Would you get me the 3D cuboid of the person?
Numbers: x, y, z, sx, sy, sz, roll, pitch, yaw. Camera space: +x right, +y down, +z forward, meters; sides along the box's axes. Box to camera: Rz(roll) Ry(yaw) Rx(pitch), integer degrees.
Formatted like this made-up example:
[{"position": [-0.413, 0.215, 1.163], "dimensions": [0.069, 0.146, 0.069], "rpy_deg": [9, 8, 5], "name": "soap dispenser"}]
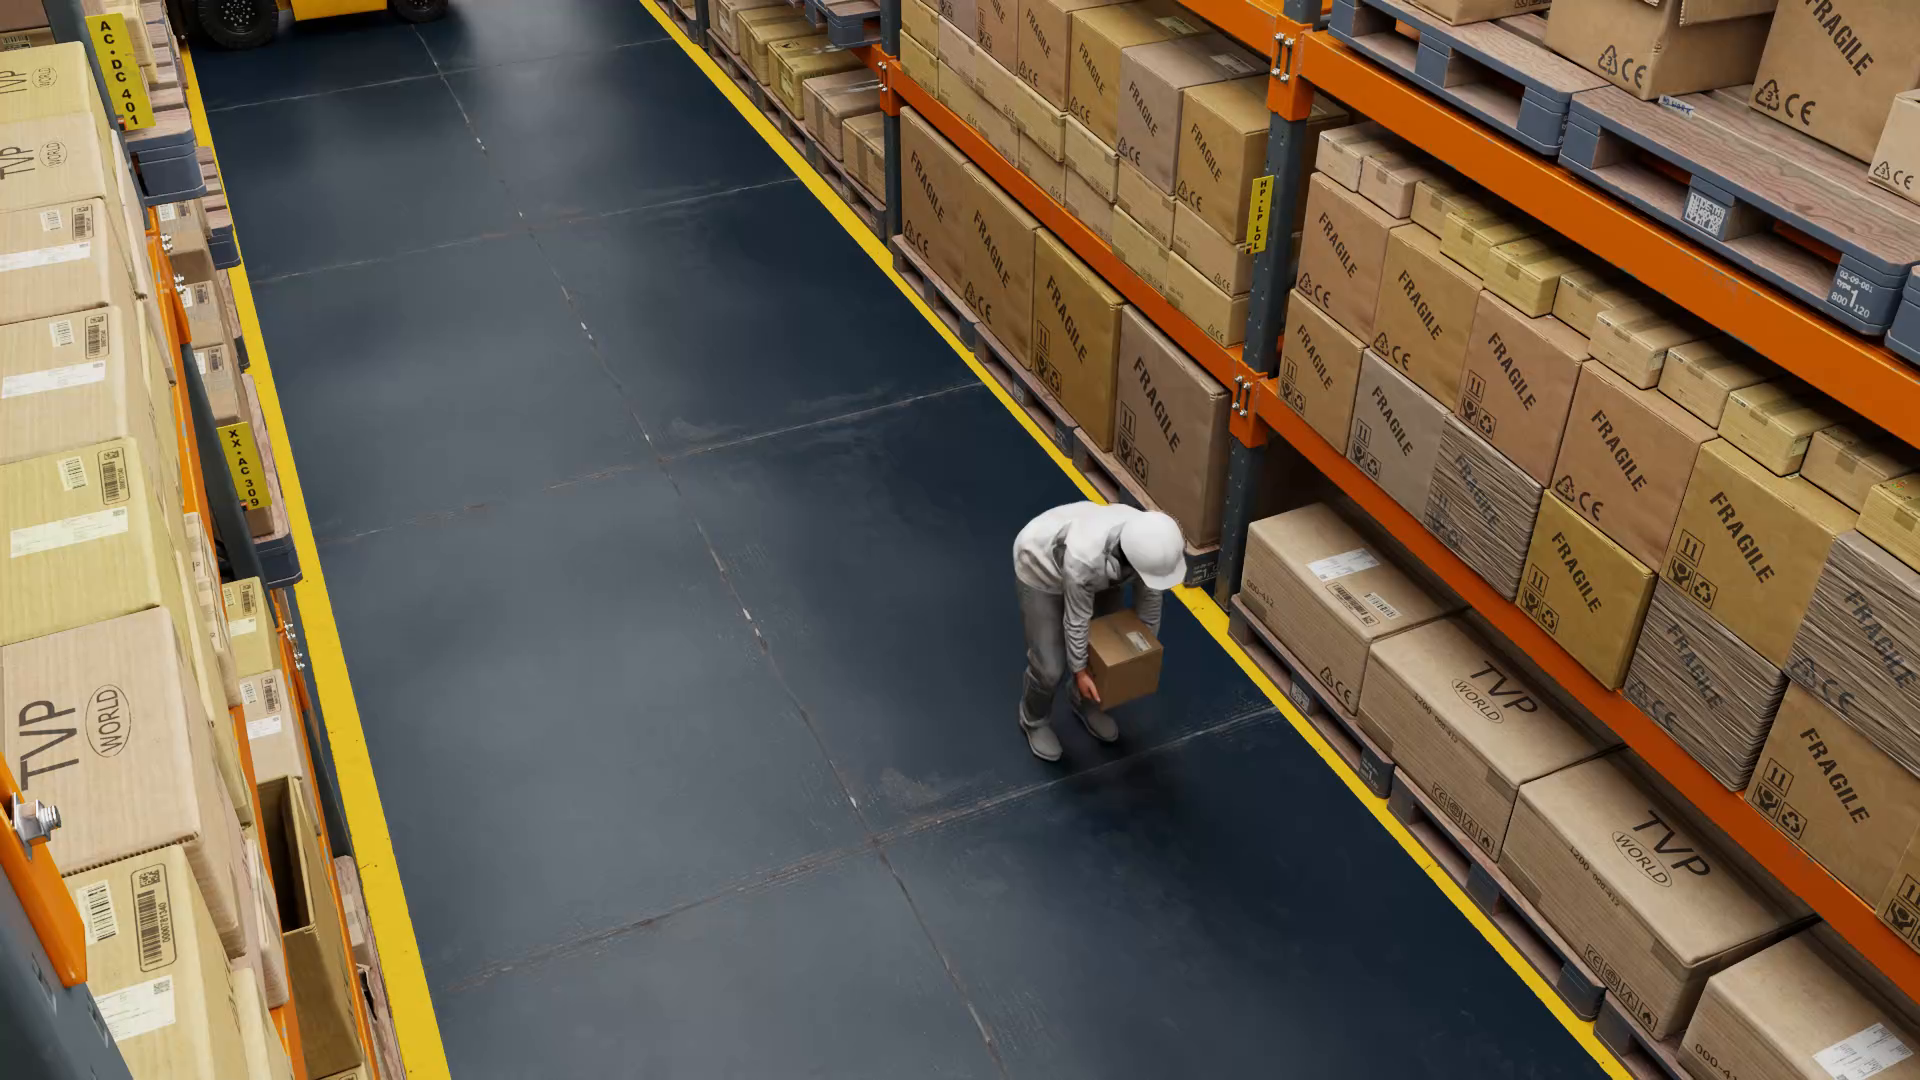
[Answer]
[{"position": [0.557, 0.338, 6.636], "dimensions": [0.470, 1.476, 0.871], "rpy_deg": [-17, 40, -21], "name": "person"}]
